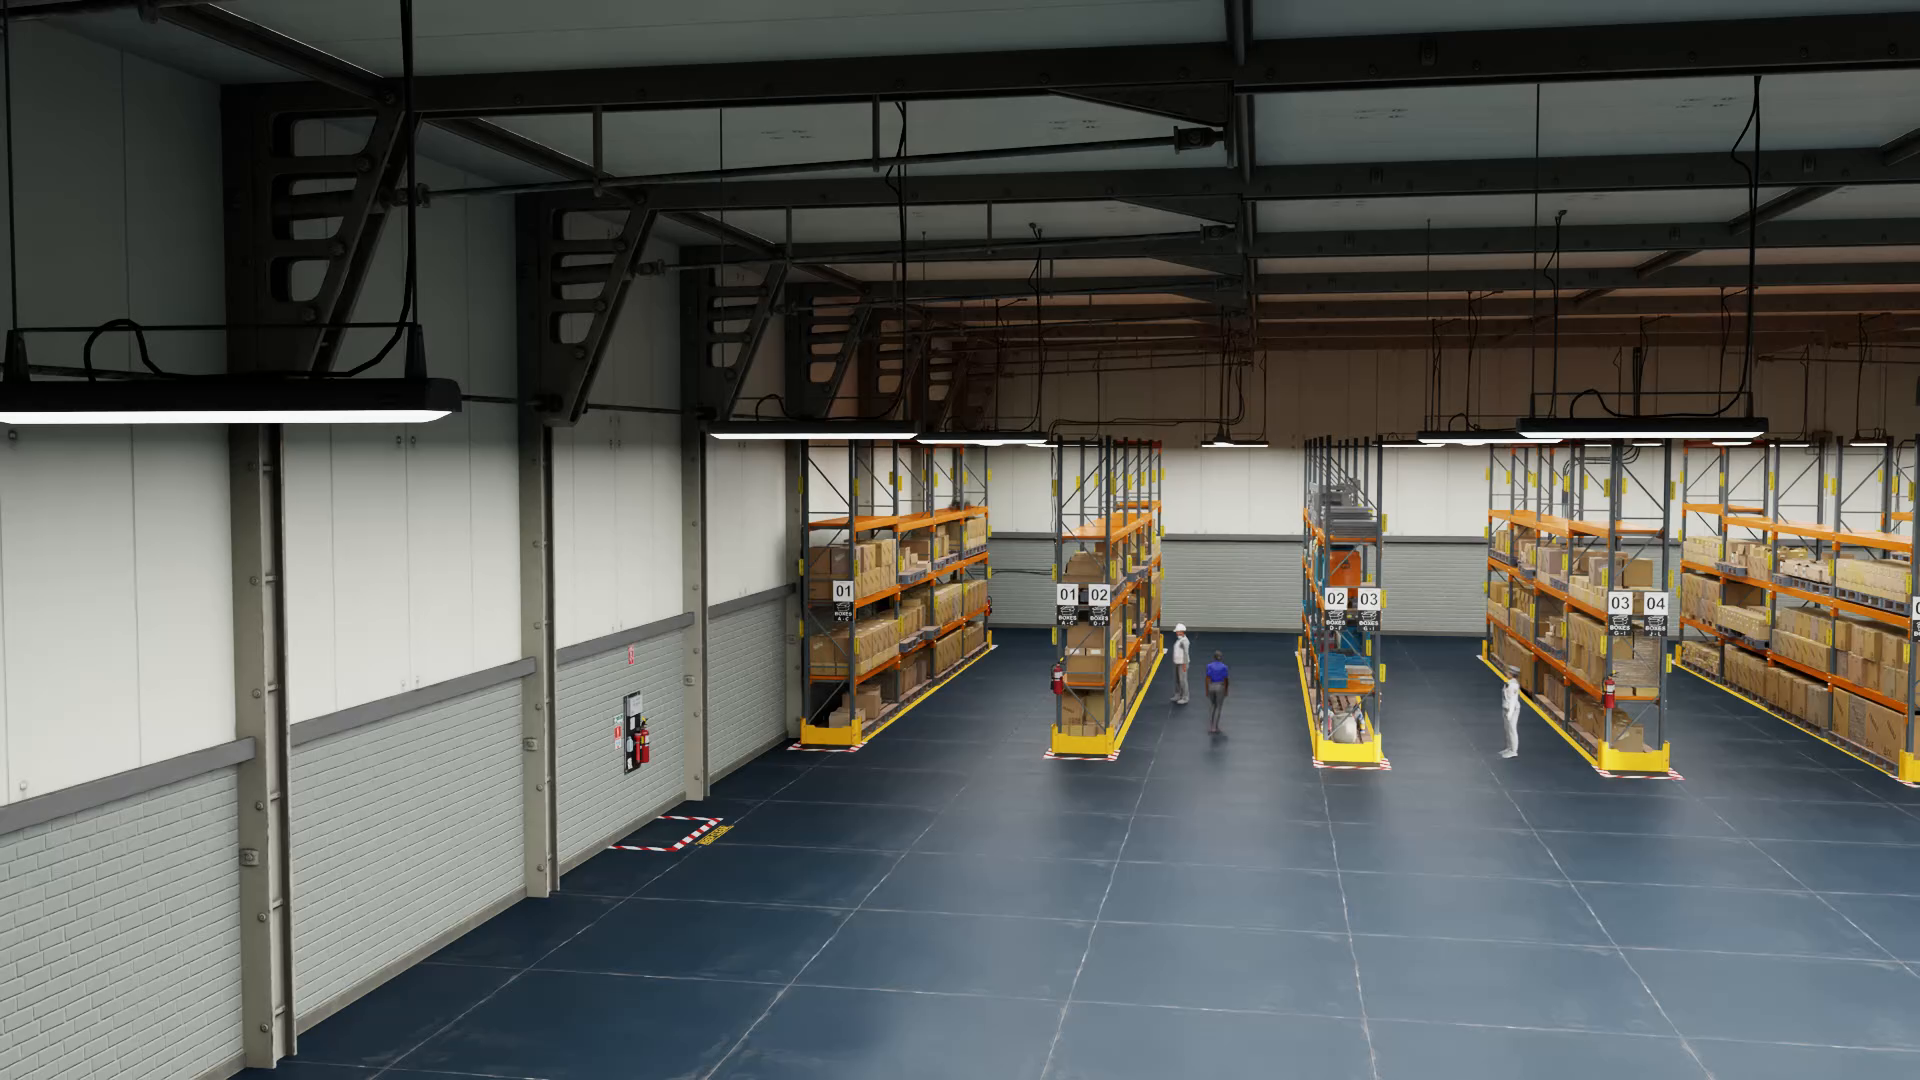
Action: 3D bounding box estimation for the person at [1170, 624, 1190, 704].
[{"bbox_3d":[4.997,2.793,37.713,0.403,1.773,0.598,-1,3,-11],"label":"person"}]

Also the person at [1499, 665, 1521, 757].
[{"bbox_3d":[10.303,3.198,31.138,0.372,1.706,0.496,0,3,-4],"label":"person"}]

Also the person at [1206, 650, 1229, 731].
[{"bbox_3d":[5.245,3.124,33.733,0.438,1.591,0.461,3,4,40],"label":"person"}]
